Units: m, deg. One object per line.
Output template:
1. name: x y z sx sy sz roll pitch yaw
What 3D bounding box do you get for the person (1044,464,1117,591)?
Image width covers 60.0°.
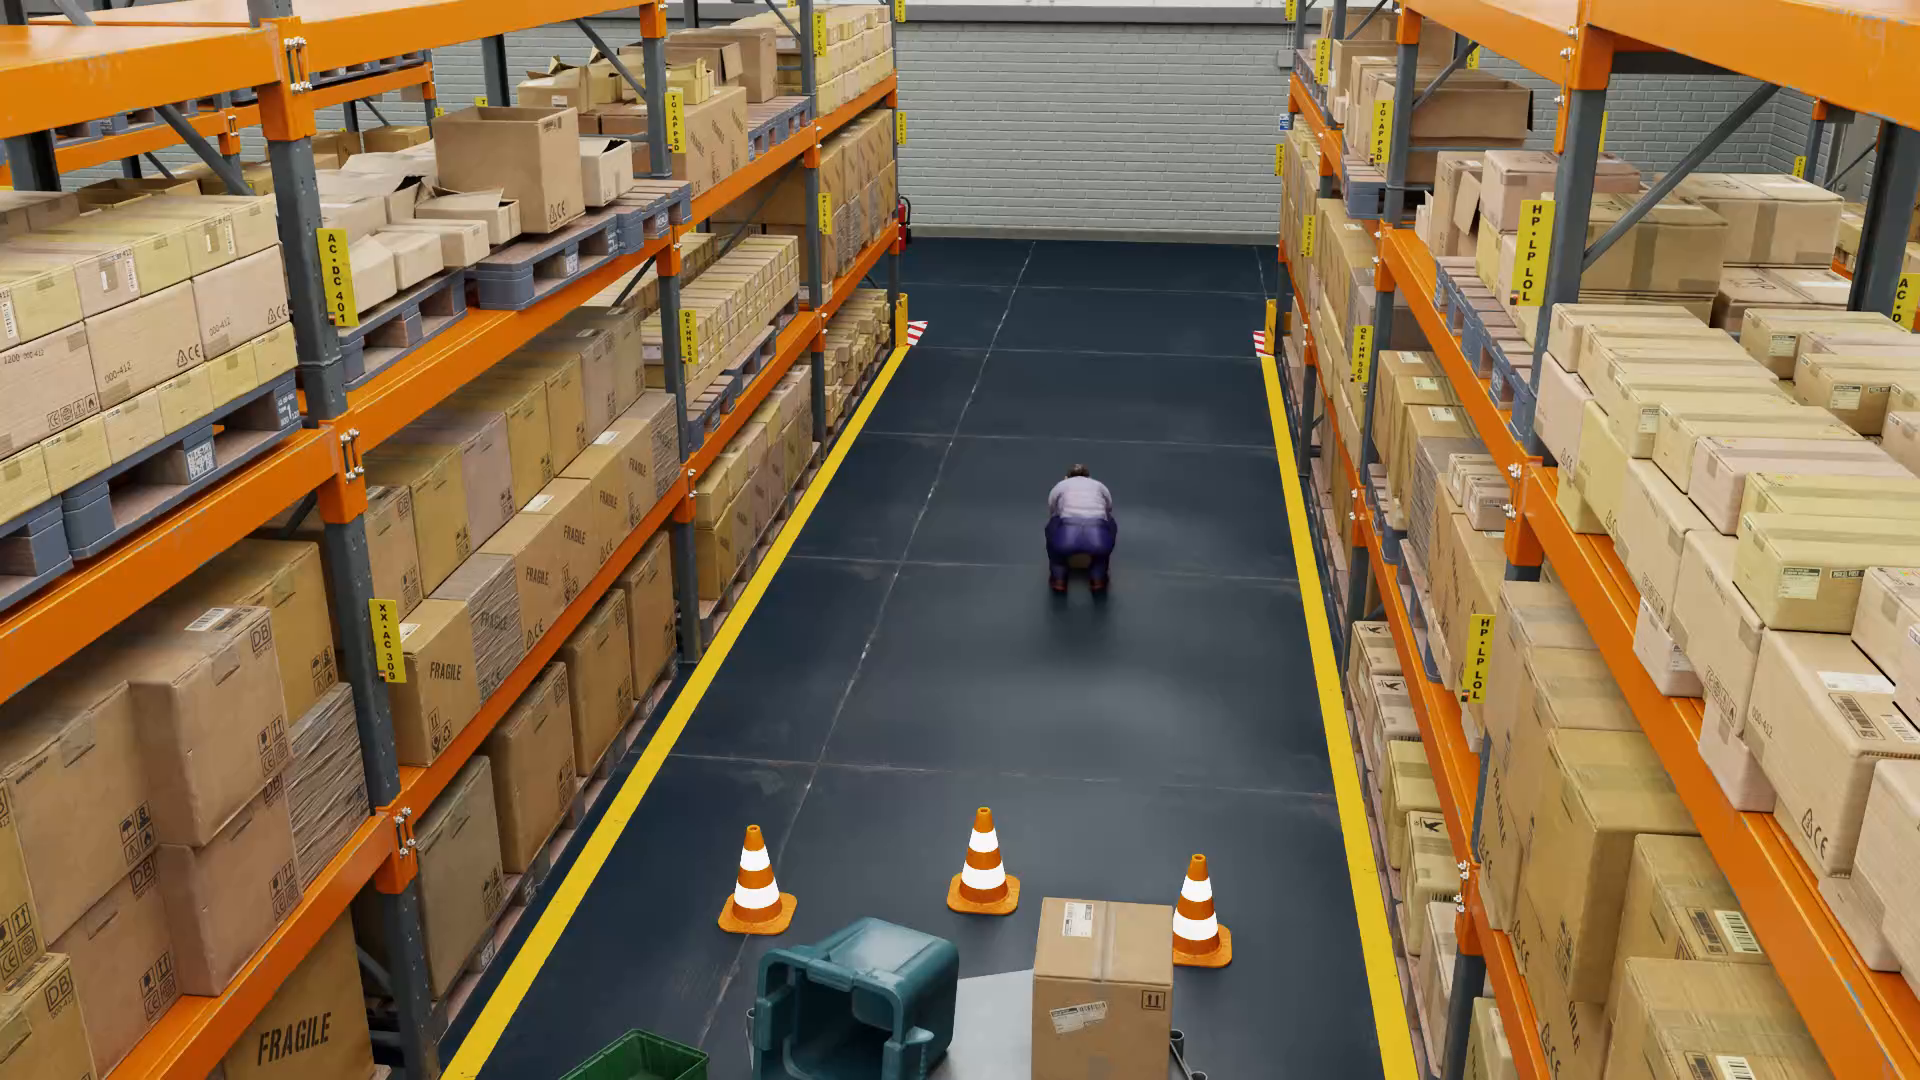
1. person: 0.838 -0.055 11.562 0.510 0.790 0.863 2 21 5
